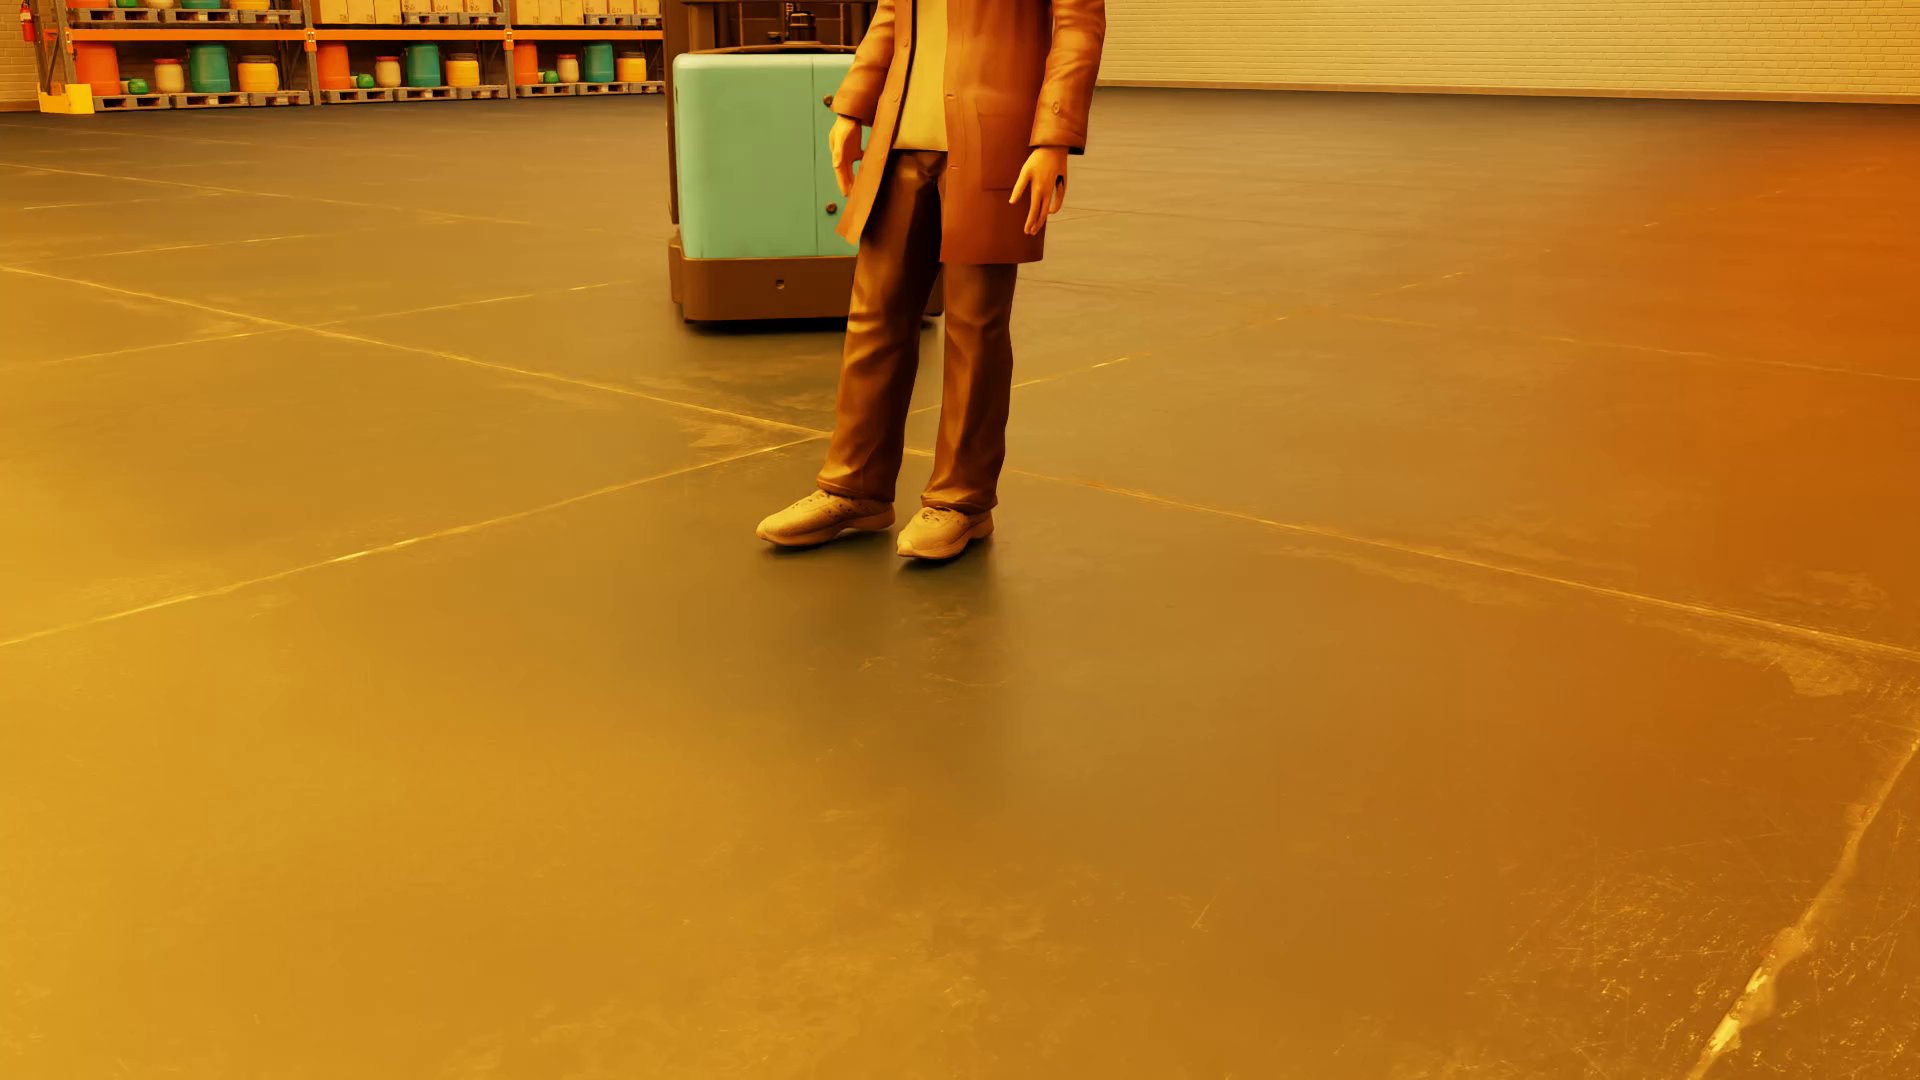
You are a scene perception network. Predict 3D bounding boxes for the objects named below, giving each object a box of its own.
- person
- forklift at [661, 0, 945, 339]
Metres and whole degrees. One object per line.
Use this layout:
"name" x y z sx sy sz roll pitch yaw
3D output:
"person" -0.061 -0.837 3.615 0.698 1.779 0.578 13 21 37
"forklift" -0.770 -2.549 7.293 1.130 2.935 3.031 -3 17 -10
